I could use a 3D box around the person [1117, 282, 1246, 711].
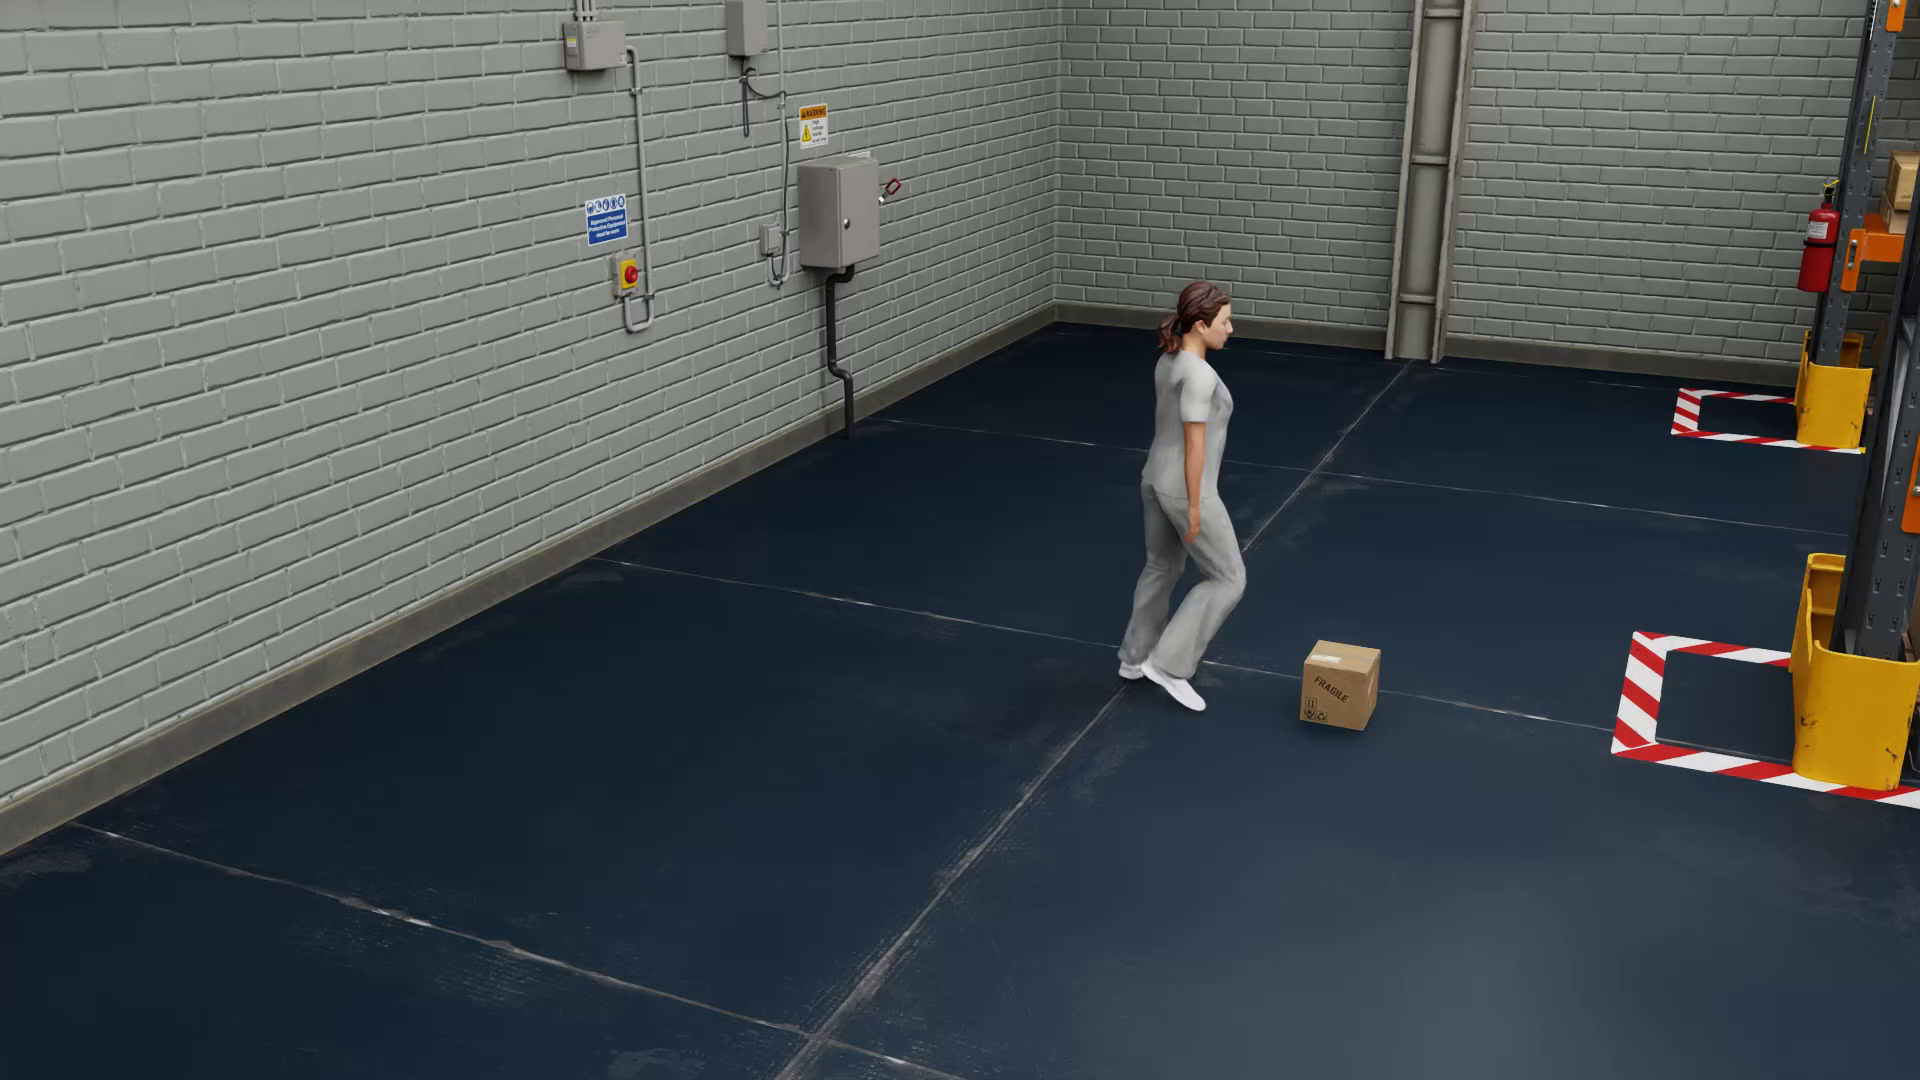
[{"bbox_3d":[0.881,-0.179,6.555,0.407,1.679,0.497,-5,20,-15],"label":"person"}]
